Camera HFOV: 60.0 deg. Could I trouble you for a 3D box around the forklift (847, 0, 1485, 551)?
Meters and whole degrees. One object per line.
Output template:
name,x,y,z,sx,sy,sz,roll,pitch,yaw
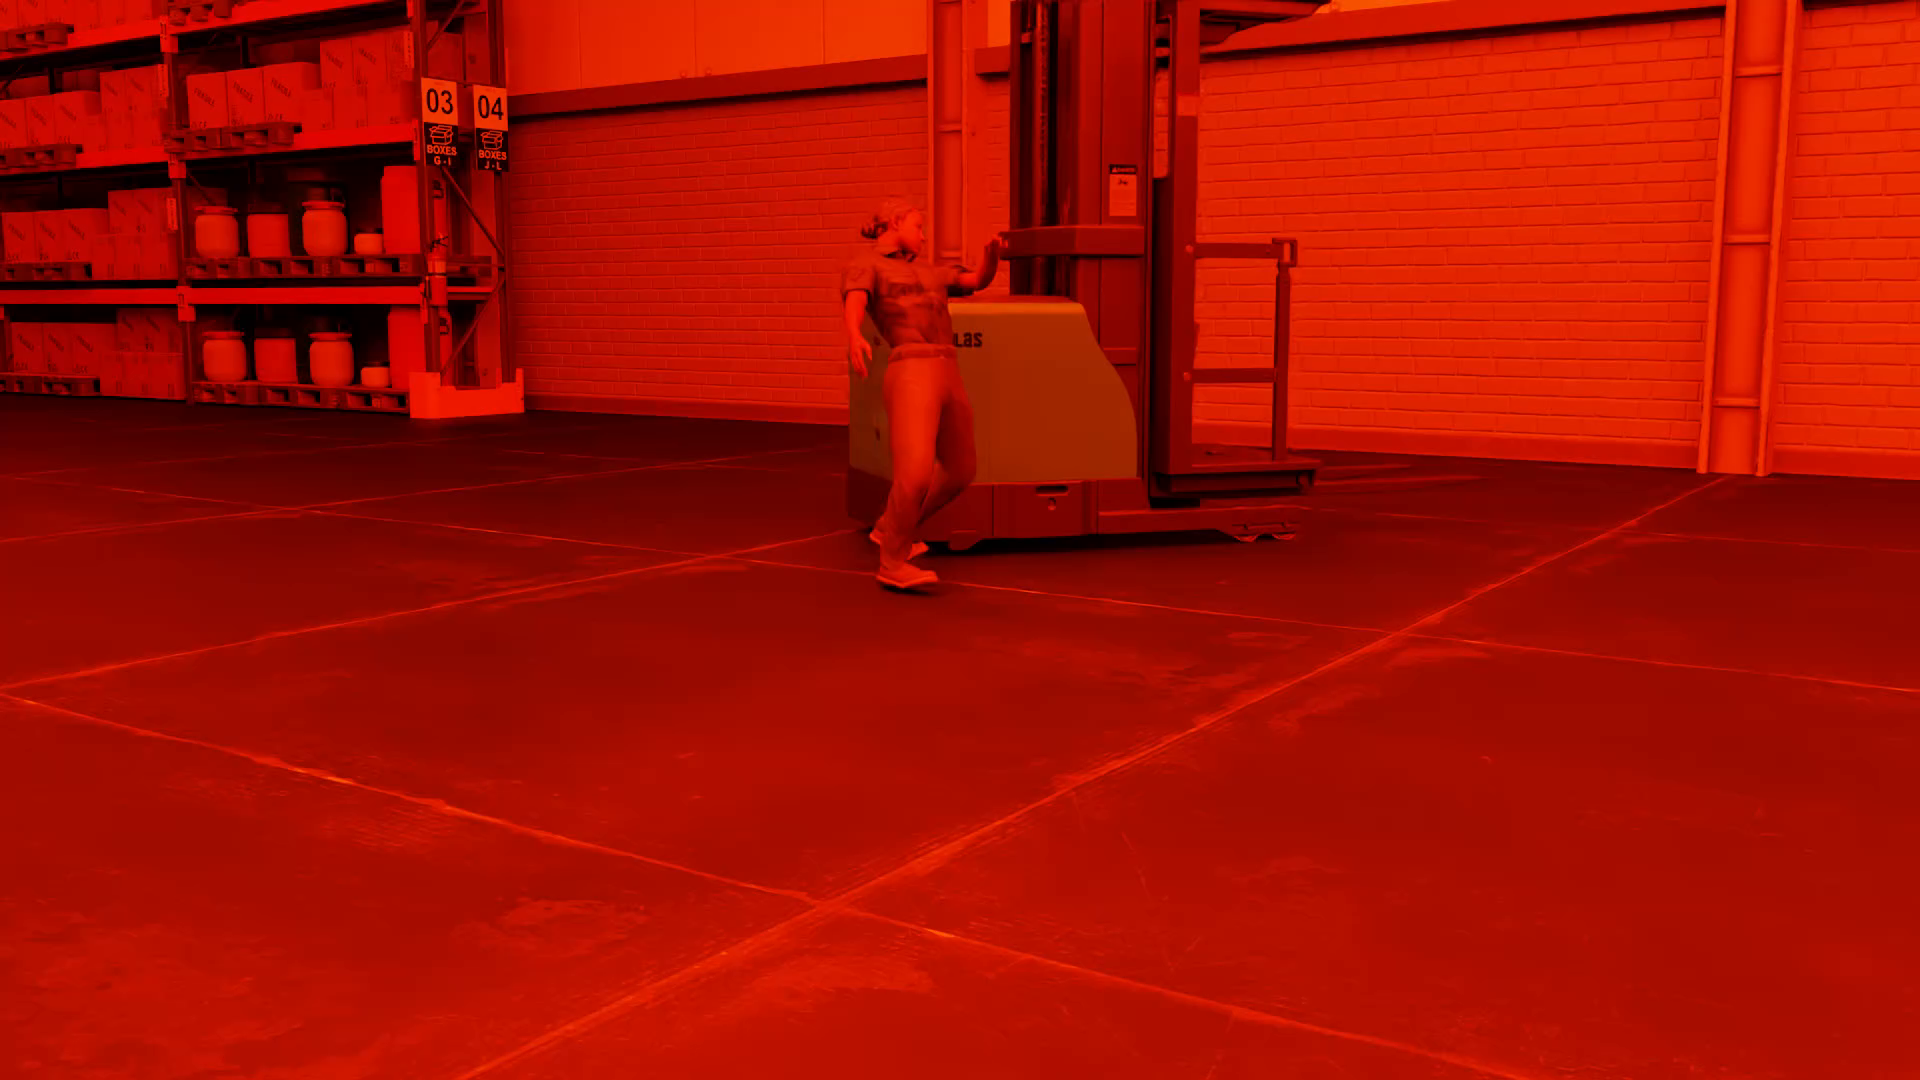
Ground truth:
forklift,1.036,-1.507,7.787,3.031,2.935,1.130,-3,9,-19

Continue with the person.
person,-0.188,-0.563,6.241,0.809,1.457,0.877,4,9,28
